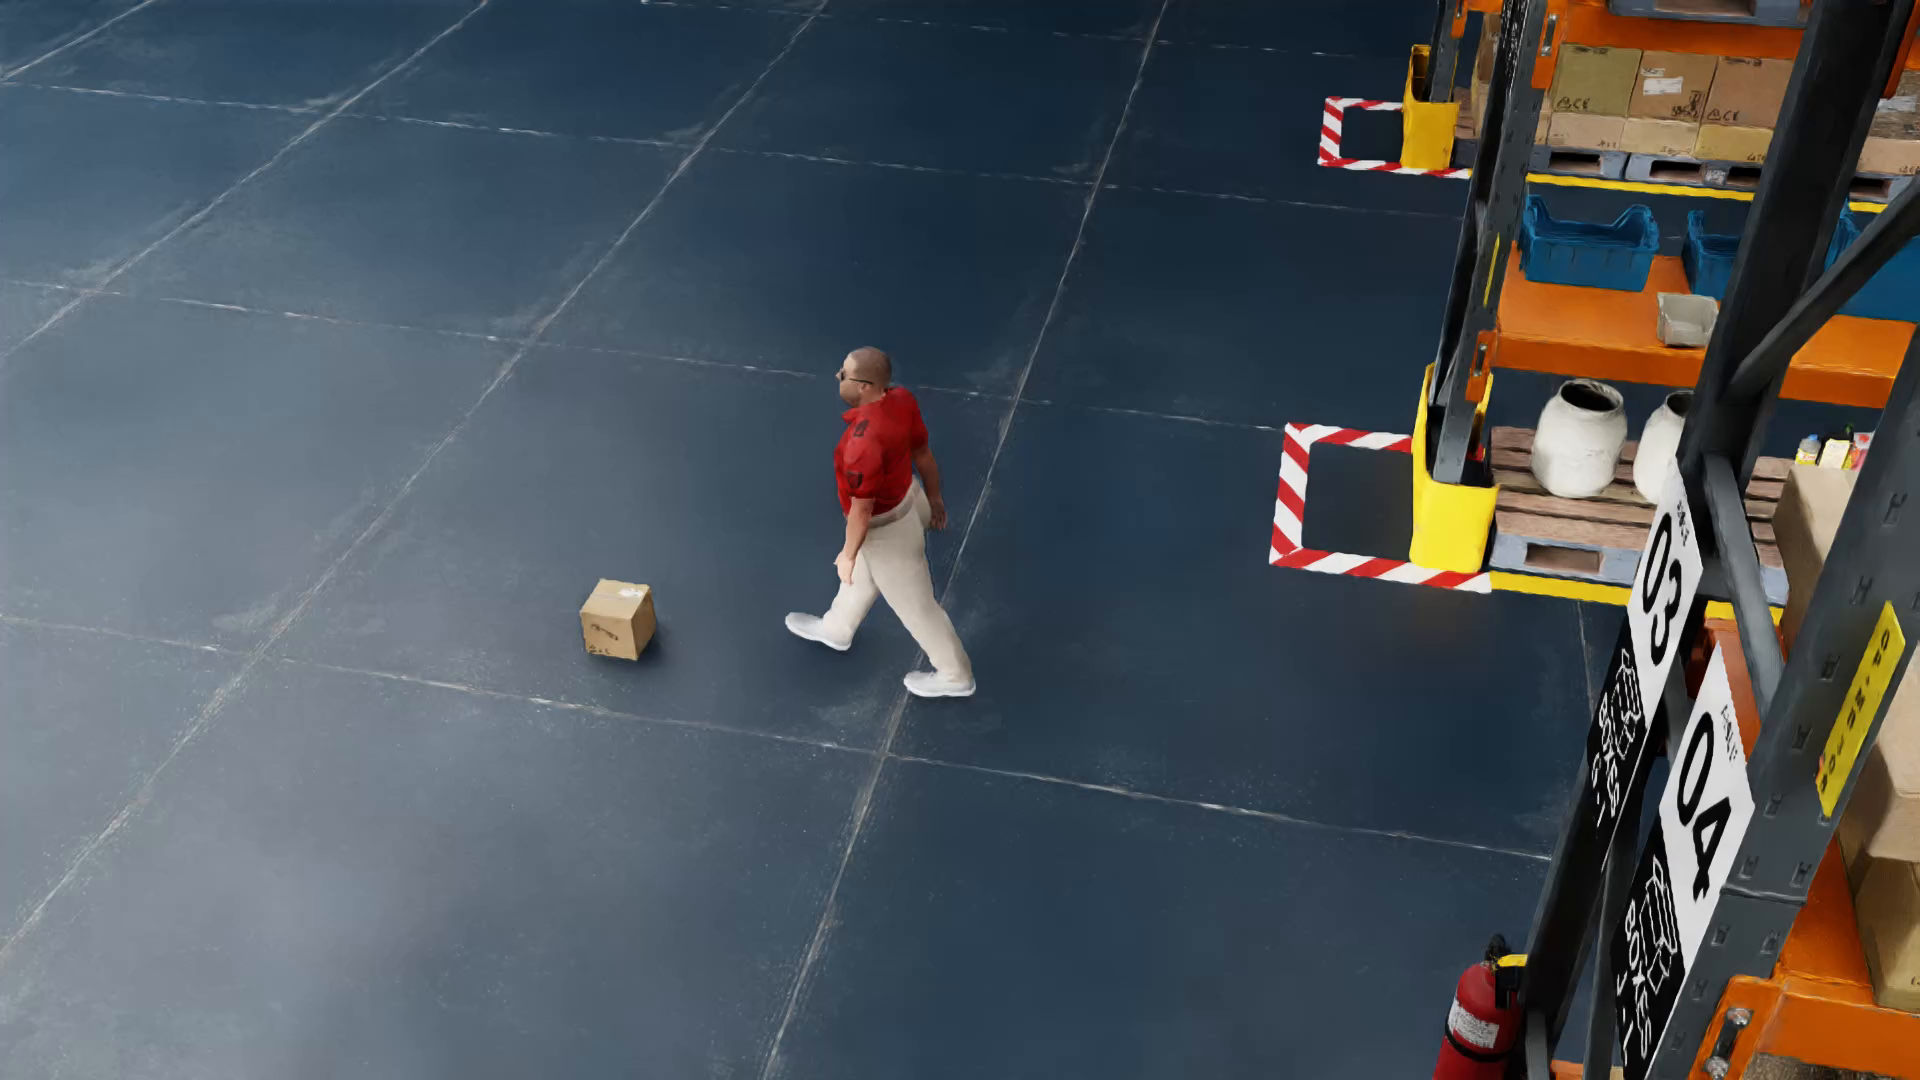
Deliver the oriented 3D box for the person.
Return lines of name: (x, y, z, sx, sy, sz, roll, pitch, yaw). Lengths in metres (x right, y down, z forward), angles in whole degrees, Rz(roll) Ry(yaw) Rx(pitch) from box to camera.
person: (-0.382, -0.074, 7.085, 0.957, 1.675, 0.558, 8, 37, 11)
